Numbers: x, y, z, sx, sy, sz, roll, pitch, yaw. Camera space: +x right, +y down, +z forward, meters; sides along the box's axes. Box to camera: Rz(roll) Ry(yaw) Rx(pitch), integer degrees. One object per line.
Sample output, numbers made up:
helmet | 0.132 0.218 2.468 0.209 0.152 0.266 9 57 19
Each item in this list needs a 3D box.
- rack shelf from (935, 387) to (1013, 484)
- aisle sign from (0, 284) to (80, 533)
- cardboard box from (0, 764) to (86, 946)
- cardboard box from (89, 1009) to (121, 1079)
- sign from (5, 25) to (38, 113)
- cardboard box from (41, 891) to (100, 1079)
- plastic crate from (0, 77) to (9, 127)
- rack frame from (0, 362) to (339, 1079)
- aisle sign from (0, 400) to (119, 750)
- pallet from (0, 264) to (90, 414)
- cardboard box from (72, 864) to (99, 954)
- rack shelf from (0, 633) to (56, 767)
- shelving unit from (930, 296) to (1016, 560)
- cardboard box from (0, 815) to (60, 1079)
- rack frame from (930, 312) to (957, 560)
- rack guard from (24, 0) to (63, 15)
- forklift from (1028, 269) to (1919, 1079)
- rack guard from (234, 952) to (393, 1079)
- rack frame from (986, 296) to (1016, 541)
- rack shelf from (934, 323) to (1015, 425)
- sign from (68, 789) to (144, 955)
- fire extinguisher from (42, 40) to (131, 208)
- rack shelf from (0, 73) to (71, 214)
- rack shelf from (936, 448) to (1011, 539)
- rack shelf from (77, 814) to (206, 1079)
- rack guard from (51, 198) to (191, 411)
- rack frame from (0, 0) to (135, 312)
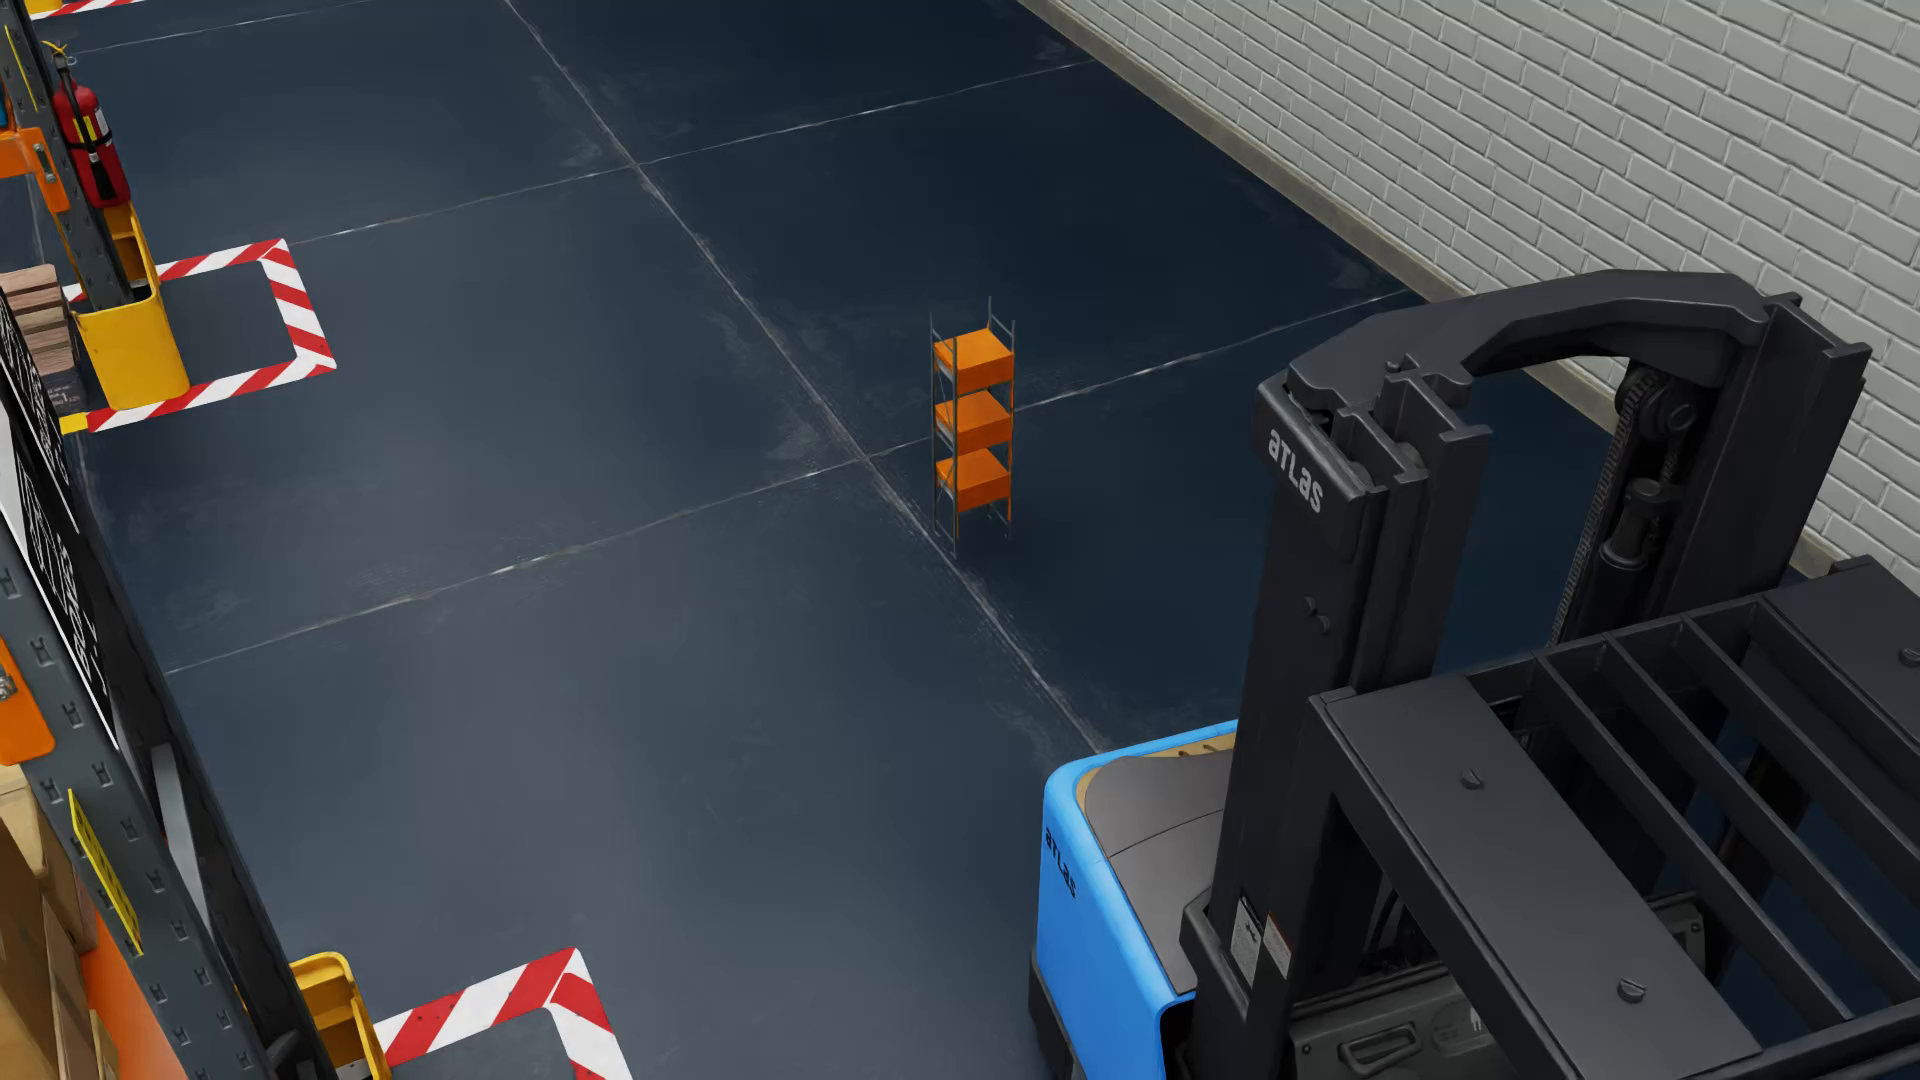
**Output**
rack shelf | 0.047 -0.409 6.437 0.240 0.259 0.215 -19 44 -21
aisle sign | -1.703 -0.426 2.919 0.004 0.787 0.394 -19 44 -21
cardboard box | -2.178 0.692 3.496 0.500 0.250 0.500 -20 44 -22
cardboard box | -1.792 1.151 3.263 0.250 0.149 0.380 -18 43 -20
sign | -3.647 -1.830 6.464 0.005 0.325 0.100 -19 44 -21
cardboard box | -1.935 1.000 3.132 0.500 0.250 0.500 -19 44 -21
plastic crate | -4.126 -1.908 6.608 0.499 0.435 0.616 -19 44 -21
rack frame | -1.626 0.762 3.528 0.053 2.616 0.949 -19 44 -21
aisle sign | -1.425 -0.082 2.513 0.004 0.787 0.394 -19 44 -21
pallet | -4.665 -0.790 7.520 1.213 0.211 1.003 -19 44 -21
cardboard box | -2.095 0.773 3.710 0.250 0.149 0.380 -18 43 -20
rack shelf | -3.402 0.486 2.089 4.000 0.370 1.077 -19 44 -21
shelving unit | 0.047 -0.417 6.430 0.252 1.050 0.215 -19 44 -21
cardboard box | -1.939 0.713 2.891 0.500 0.500 0.500 -18 43 -20
rack frame | -0.061 -0.380 6.387 0.008 1.050 0.200 -19 44 -21
rack guard | -6.268 -3.941 11.019 0.348 0.500 1.175 -19 44 -21
forklift | 1.156 1.105 3.176 1.130 2.935 3.031 -12 42 -14
rack guard | -1.607 1.707 4.347 0.348 0.500 1.175 -19 44 -21
rack frame | 0.156 -0.453 6.473 0.008 1.050 0.200 -19 44 -21
rack shelf | 0.047 -0.625 6.253 0.240 0.259 0.215 -19 44 -21
sign | -1.390 0.543 2.708 0.005 0.325 0.100 -19 44 -21
fire extinguisher | -3.572 -1.691 6.775 0.183 0.674 0.296 -19 44 -21
rack shelf | -5.690 -1.207 6.411 4.000 0.370 1.077 -19 44 -21
rack shelf | 0.047 -0.196 6.616 0.240 0.259 0.215 -19 44 -21
rack shelf | -3.402 1.631 3.058 4.000 0.370 1.077 -19 44 -21
rack guard | -3.900 -1.139 7.708 0.348 0.500 1.175 -19 44 -21
rack frame | -3.916 -2.078 6.884 0.127 3.000 1.000 -19 44 -21
